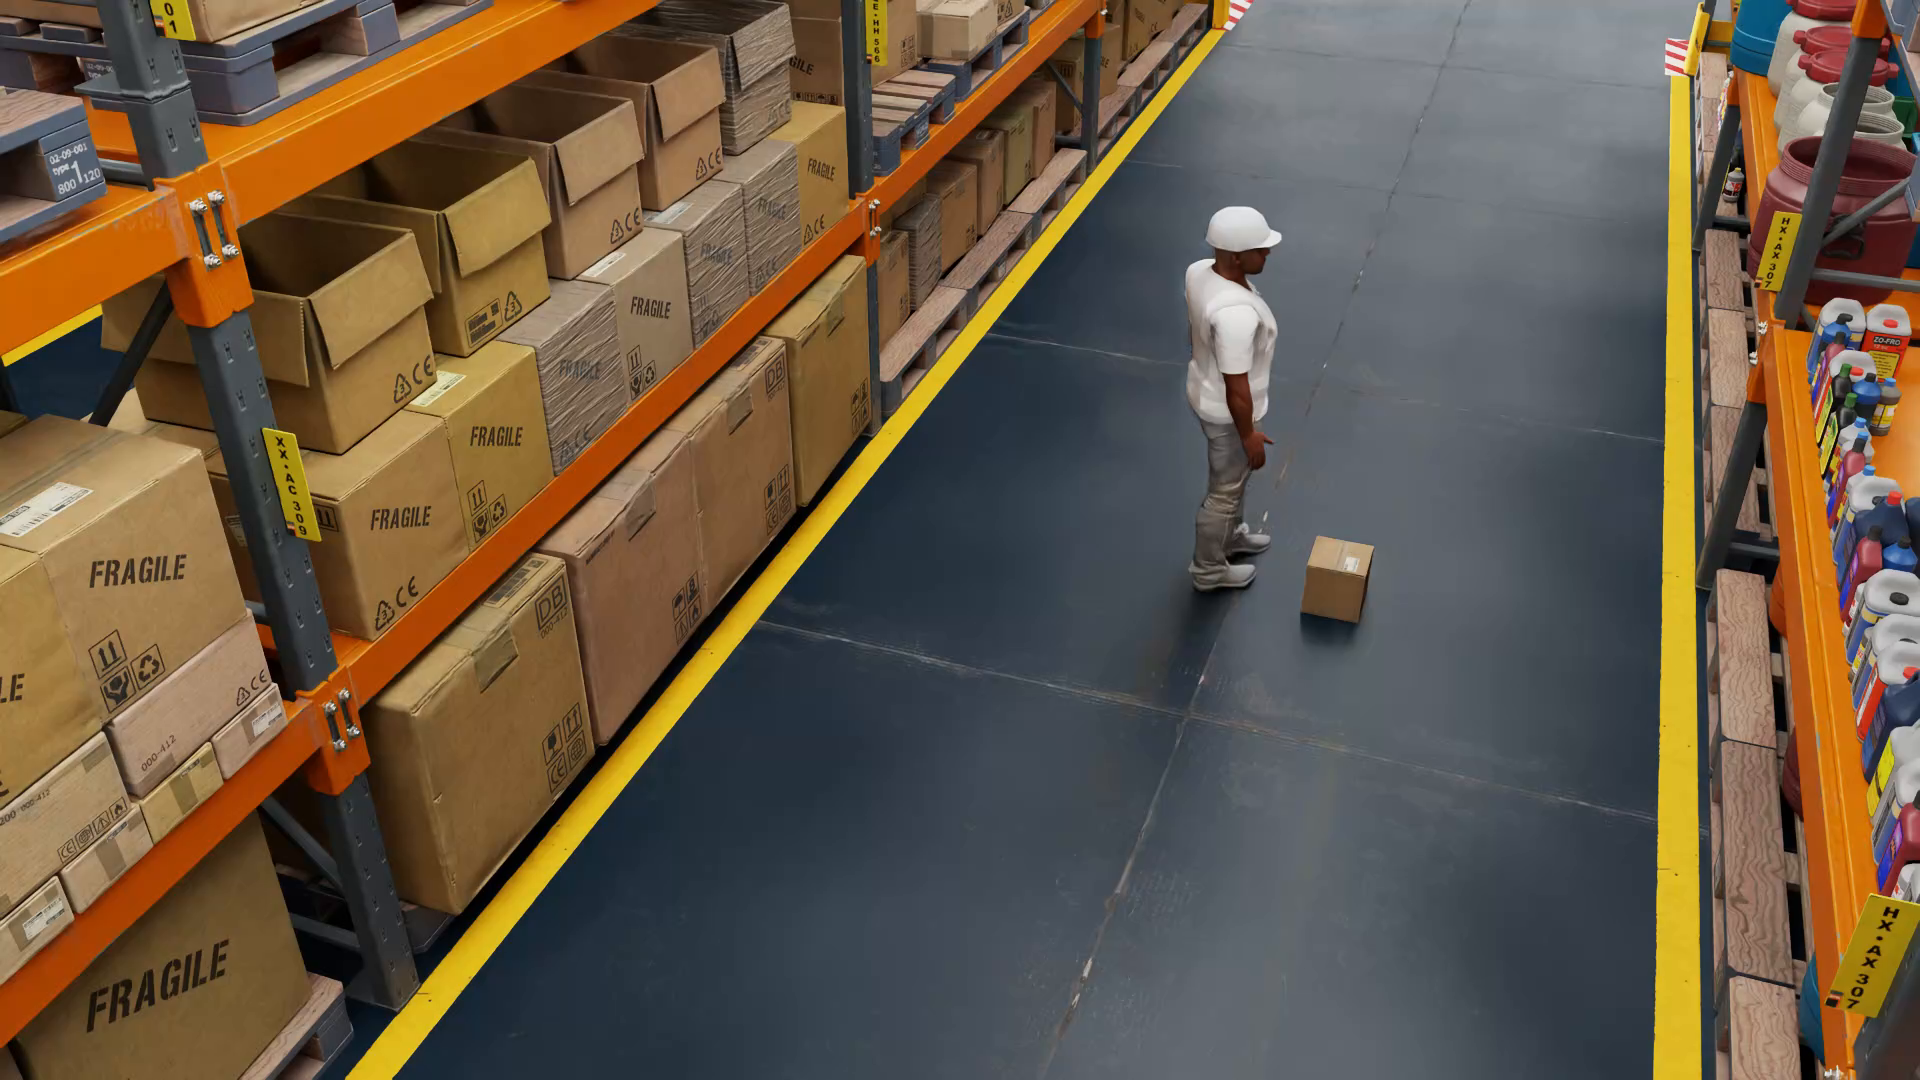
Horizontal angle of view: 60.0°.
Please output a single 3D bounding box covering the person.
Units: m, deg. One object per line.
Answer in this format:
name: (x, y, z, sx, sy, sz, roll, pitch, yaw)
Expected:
person: (1.203, -0.570, 6.978, 0.542, 1.778, 0.599, -4, 33, -6)
